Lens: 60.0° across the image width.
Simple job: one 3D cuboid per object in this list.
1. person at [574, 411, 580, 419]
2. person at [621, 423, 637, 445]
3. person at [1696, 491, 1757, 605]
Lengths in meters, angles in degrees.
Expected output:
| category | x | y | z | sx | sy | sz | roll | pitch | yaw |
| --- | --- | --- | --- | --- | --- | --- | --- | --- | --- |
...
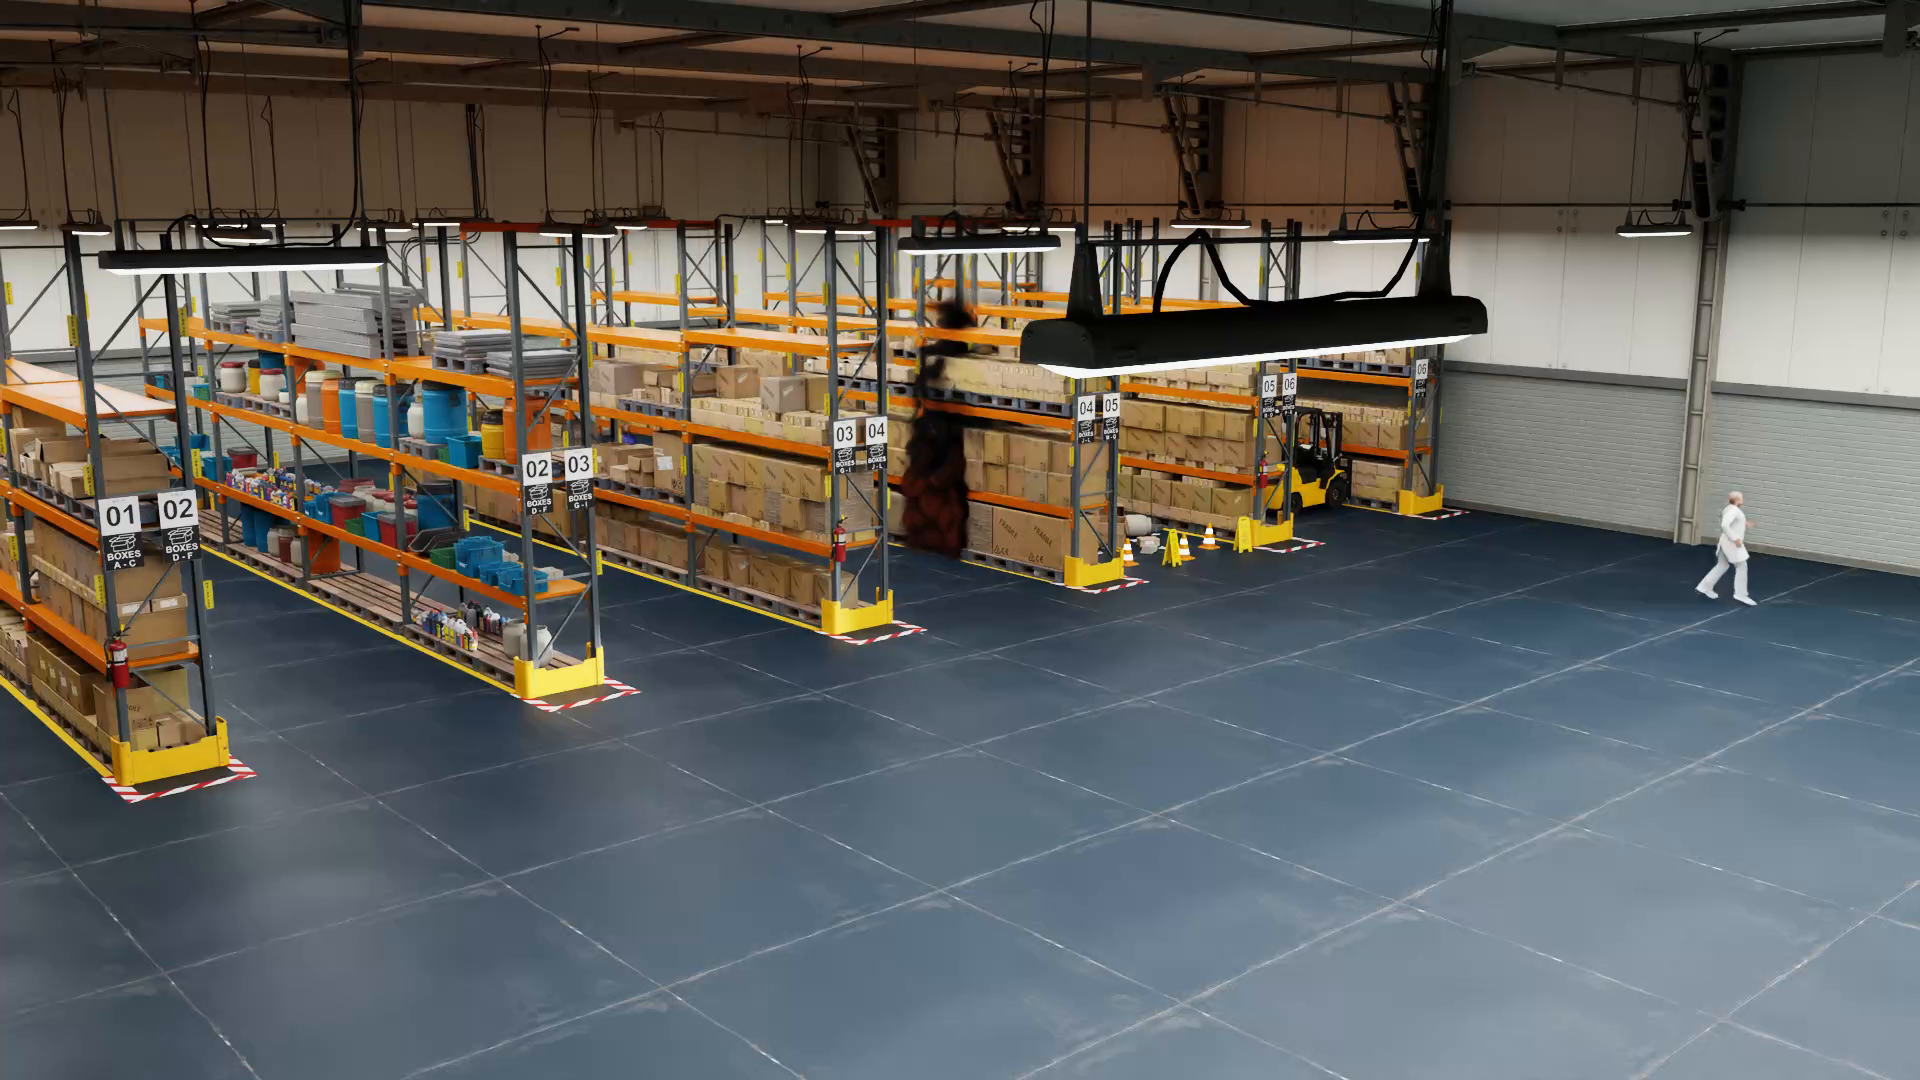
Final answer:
| category | x | y | z | sx | sy | sz | roll | pitch | yaw |
| --- | --- | --- | --- | --- | --- | --- | --- | --- | --- |
| person | -9.184 | -2.518 | 40.330 | 0.604 | 1.685 | 0.789 | 6 | 13 | 25 |
| person | -7.295 | -1.745 | 36.414 | 0.586 | 1.616 | 0.727 | -10 | 15 | -41 |
| person | 12.372 | 0.119 | 26.716 | 0.893 | 1.823 | 0.699 | 1 | 11 | 6 |
